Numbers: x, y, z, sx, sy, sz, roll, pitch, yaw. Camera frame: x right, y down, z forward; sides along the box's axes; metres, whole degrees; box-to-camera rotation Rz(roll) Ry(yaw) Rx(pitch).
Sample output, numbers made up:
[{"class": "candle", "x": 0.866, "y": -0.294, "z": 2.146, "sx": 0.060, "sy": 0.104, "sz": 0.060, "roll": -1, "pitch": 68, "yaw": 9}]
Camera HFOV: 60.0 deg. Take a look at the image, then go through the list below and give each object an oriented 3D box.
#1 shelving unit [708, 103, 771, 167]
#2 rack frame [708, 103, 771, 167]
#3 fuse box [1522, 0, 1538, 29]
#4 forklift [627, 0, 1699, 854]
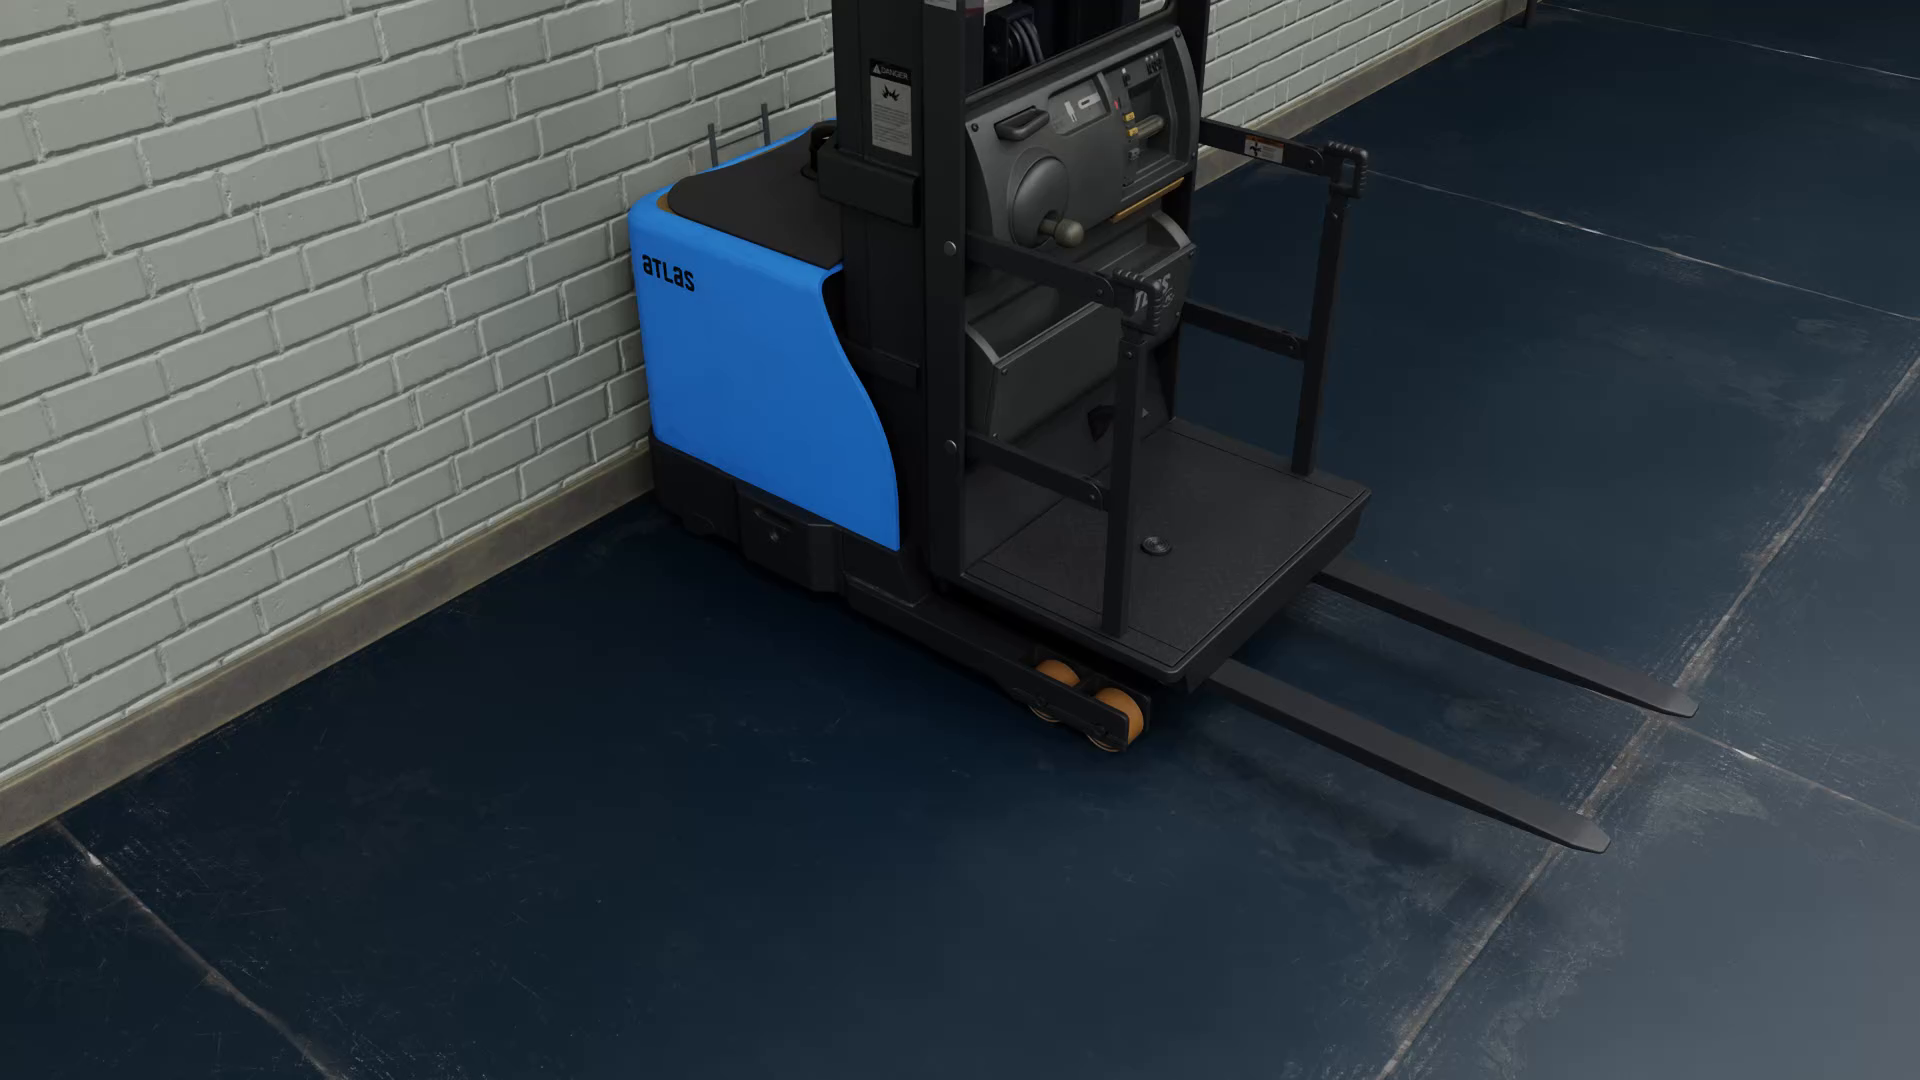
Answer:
[{"class": "shelving unit", "x": -0.720, "y": -0.808, "z": 5.366, "sx": 0.189, "sy": 1.200, "sz": 0.258, "roll": 24, "pitch": 41, "yaw": 33}, {"class": "rack frame", "x": -0.650, "y": -0.777, "z": 5.316, "sx": 0.006, "sy": 1.200, "sz": 0.240, "roll": 24, "pitch": 41, "yaw": 33}, {"class": "fuse box", "x": 3.287, "y": -3.642, "z": 9.042, "sx": 0.414, "sy": 1.711, "sz": 0.539, "roll": 25, "pitch": 42, "yaw": 32}, {"class": "forklift", "x": 0.494, "y": -0.987, "z": 4.098, "sx": 3.031, "sy": 2.935, "sz": 1.130, "roll": 24, "pitch": 41, "yaw": 31}]
